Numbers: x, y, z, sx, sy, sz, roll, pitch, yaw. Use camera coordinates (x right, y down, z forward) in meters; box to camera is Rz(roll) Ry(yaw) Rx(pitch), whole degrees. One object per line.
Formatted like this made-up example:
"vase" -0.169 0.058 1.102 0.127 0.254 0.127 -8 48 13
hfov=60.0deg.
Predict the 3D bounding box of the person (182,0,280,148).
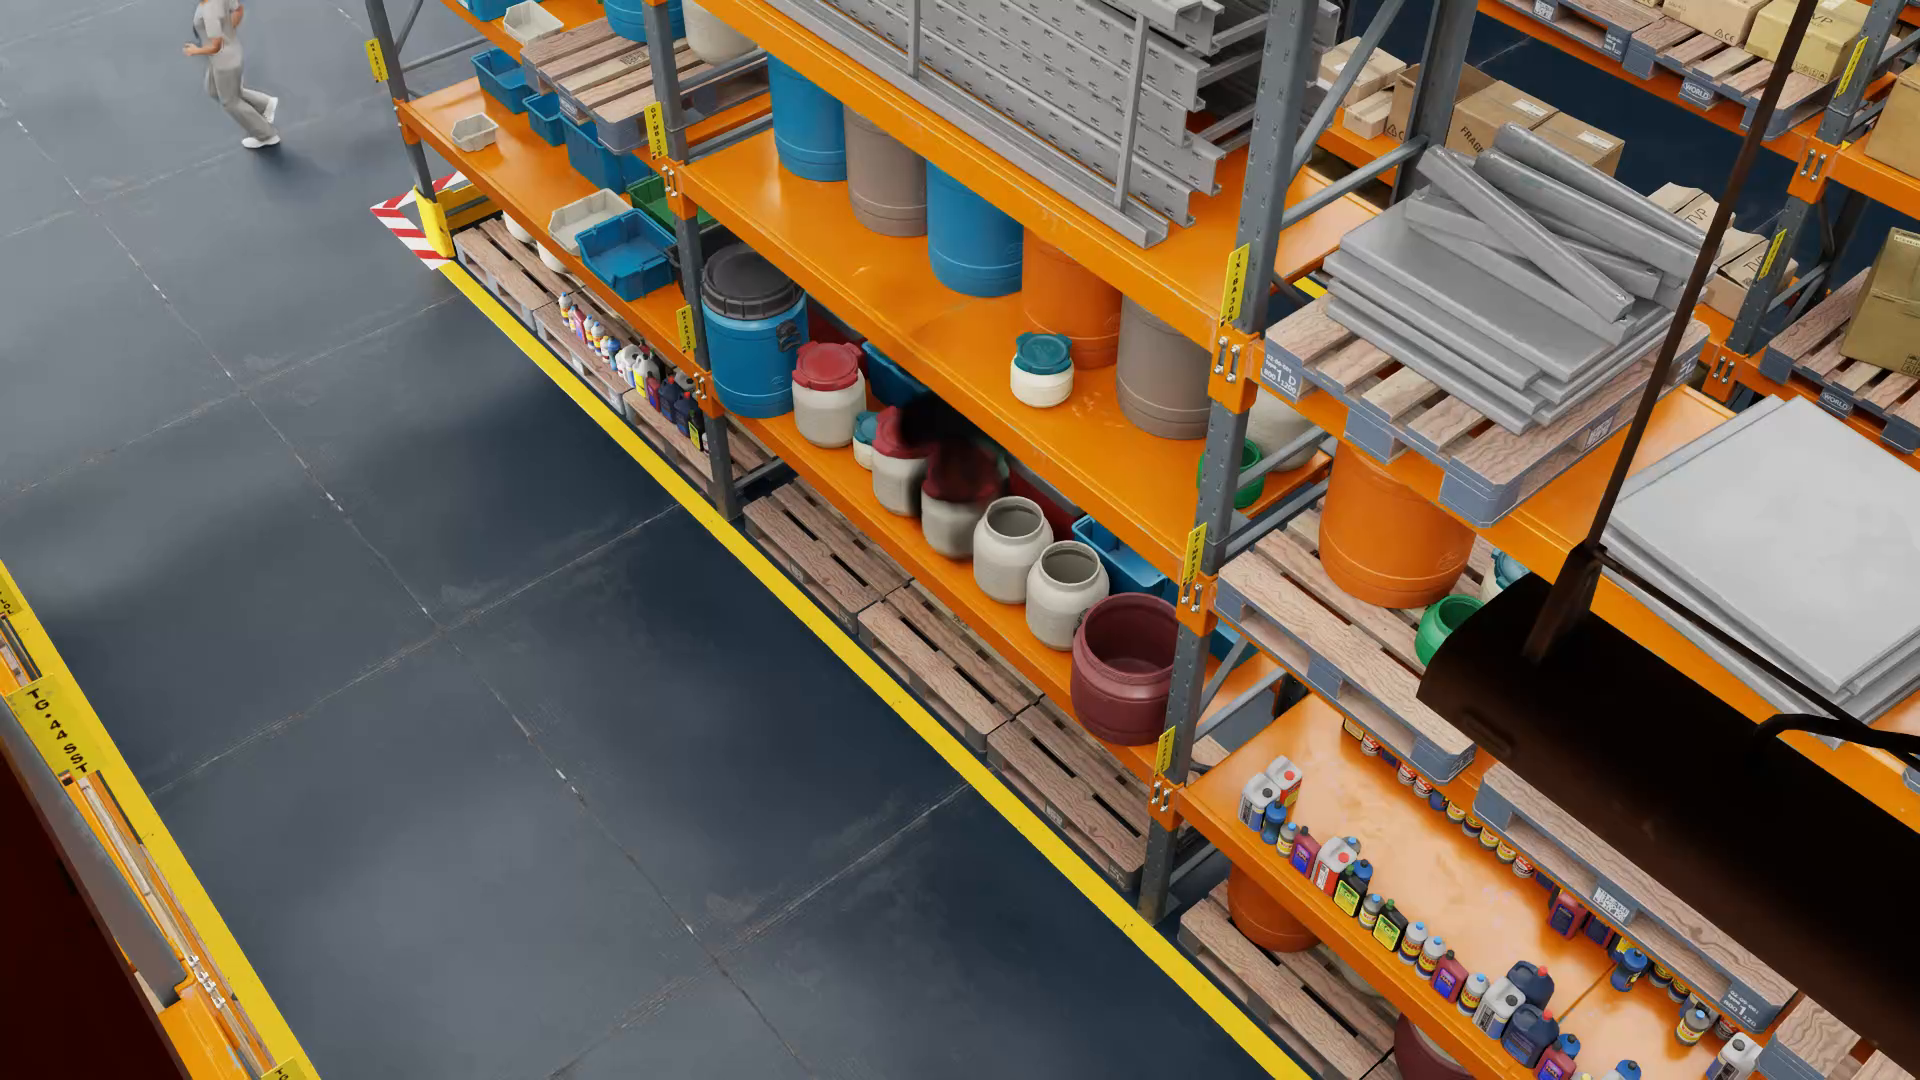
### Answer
"person" -6.019 -3.937 13.600 0.559 1.627 0.568 -8 47 -7
